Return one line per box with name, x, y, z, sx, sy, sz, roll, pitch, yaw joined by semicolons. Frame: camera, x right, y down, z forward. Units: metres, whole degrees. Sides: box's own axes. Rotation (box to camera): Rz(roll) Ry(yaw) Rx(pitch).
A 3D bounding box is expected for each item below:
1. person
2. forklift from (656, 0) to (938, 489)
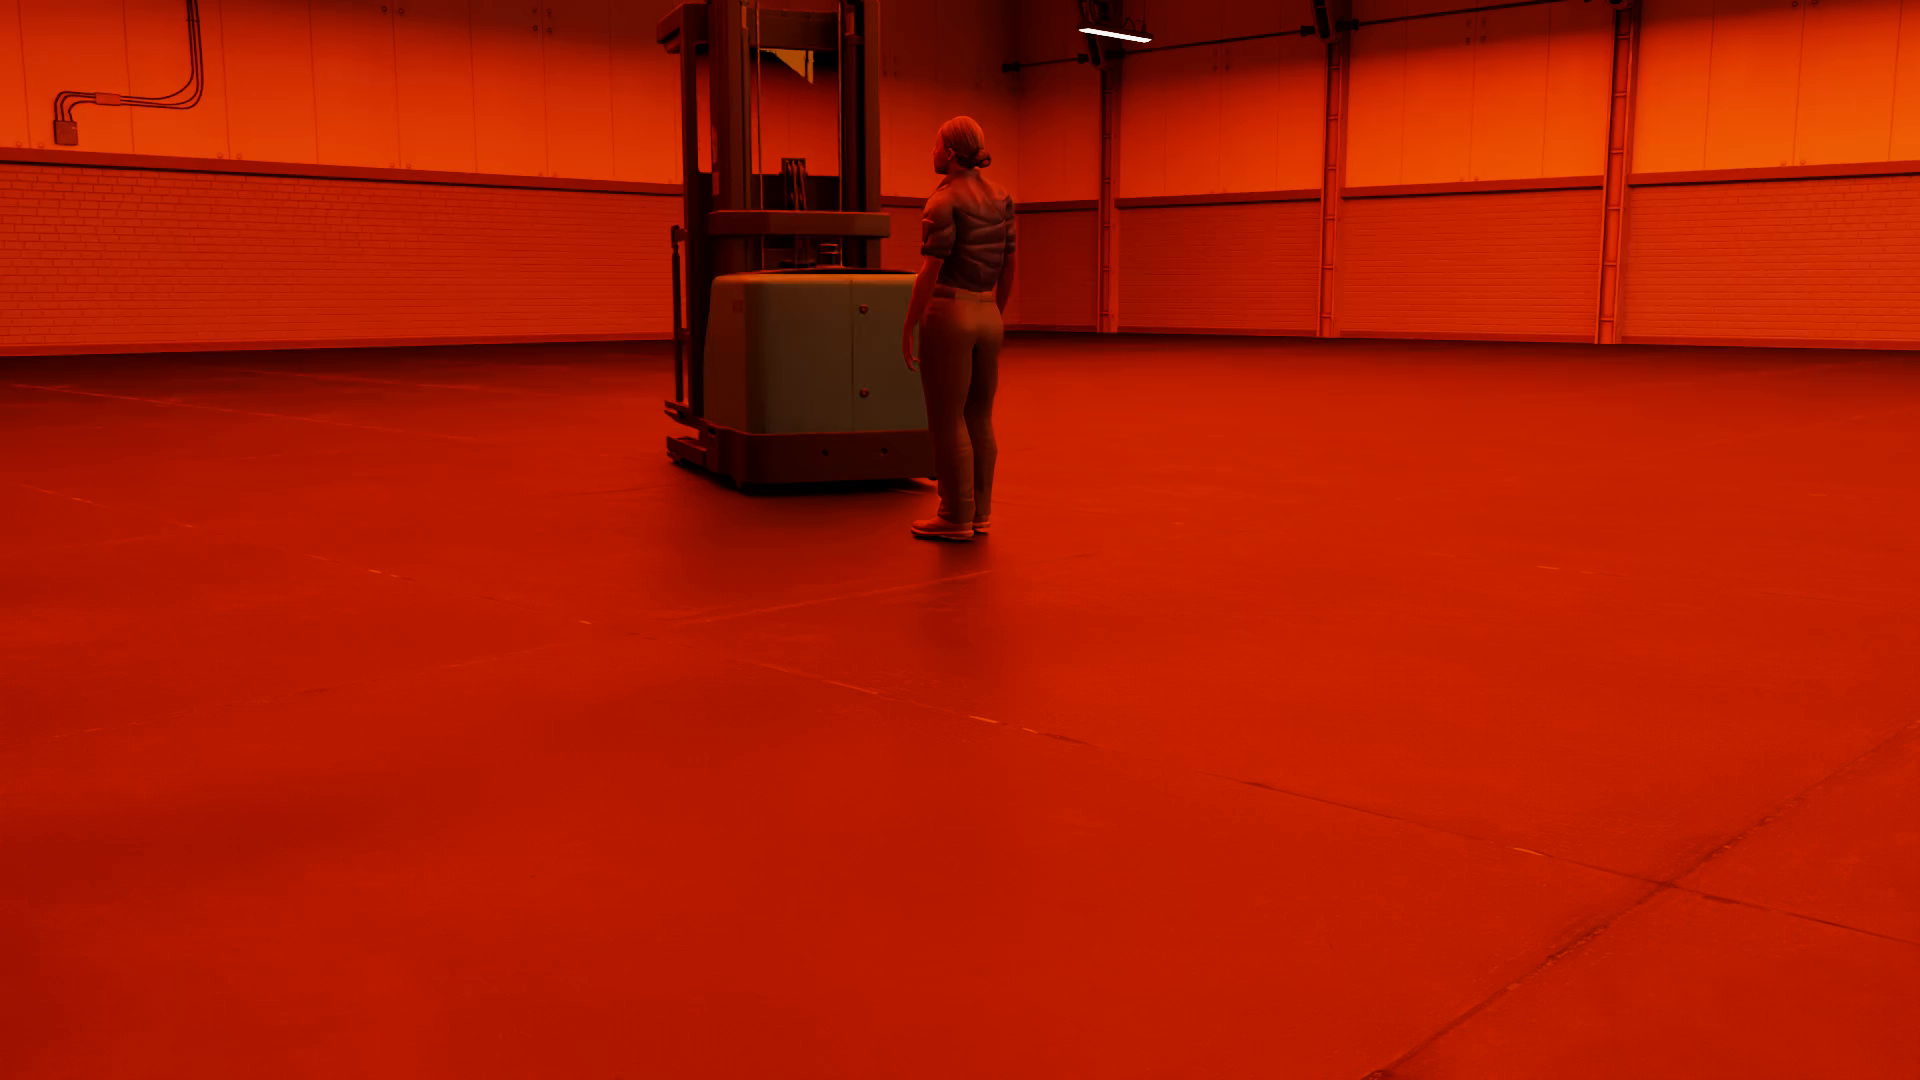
person;-0.049;-0.836;6.667;0.504;1.654;0.570;8;12;43
forklift;-1.062;-1.881;9.365;1.130;2.935;3.031;-3;9;-21
